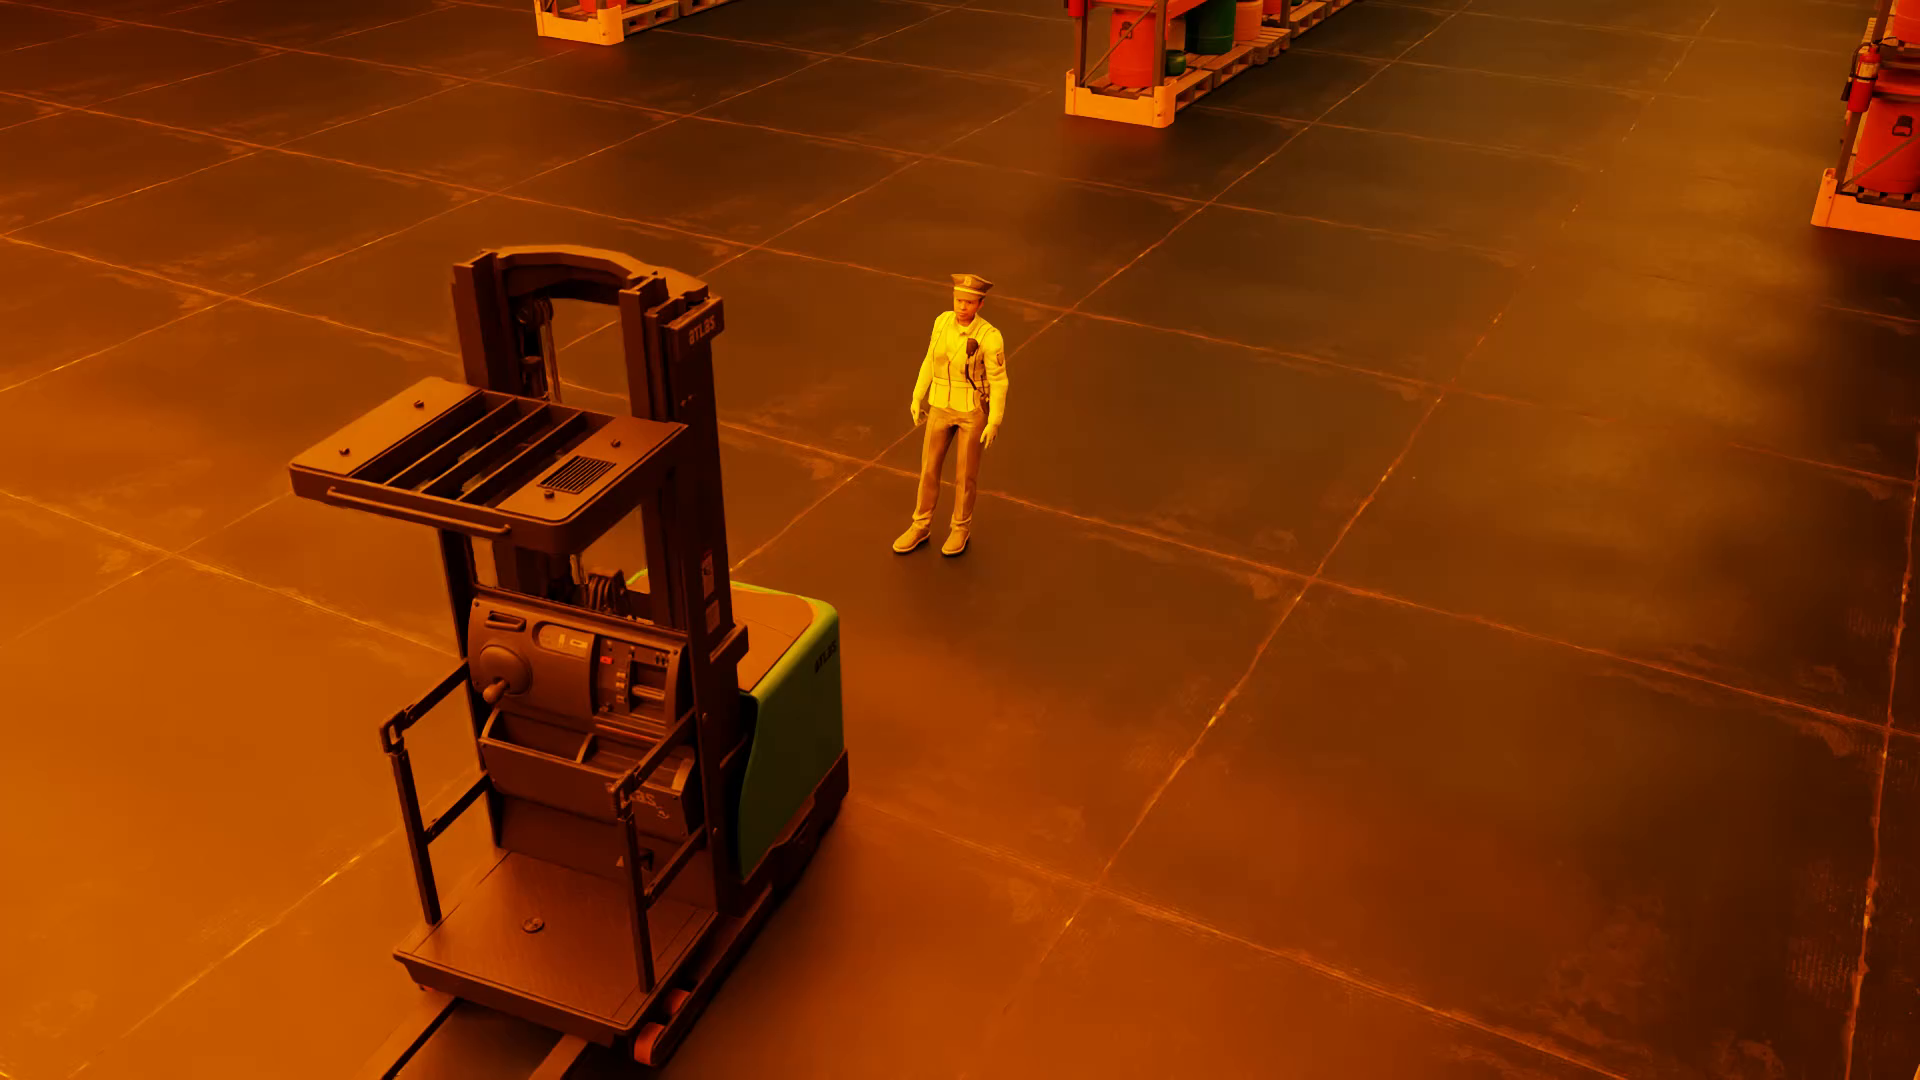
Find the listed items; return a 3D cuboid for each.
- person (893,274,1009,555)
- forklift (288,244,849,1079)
[{"bbox_3d":[-0.040,-0.712,9.527,0.586,1.694,0.530,15,33,25],"label":"person"},{"bbox_3d":[-1.547,0.532,6.148,1.130,2.935,3.031,11,32,19],"label":"forklift"}]
